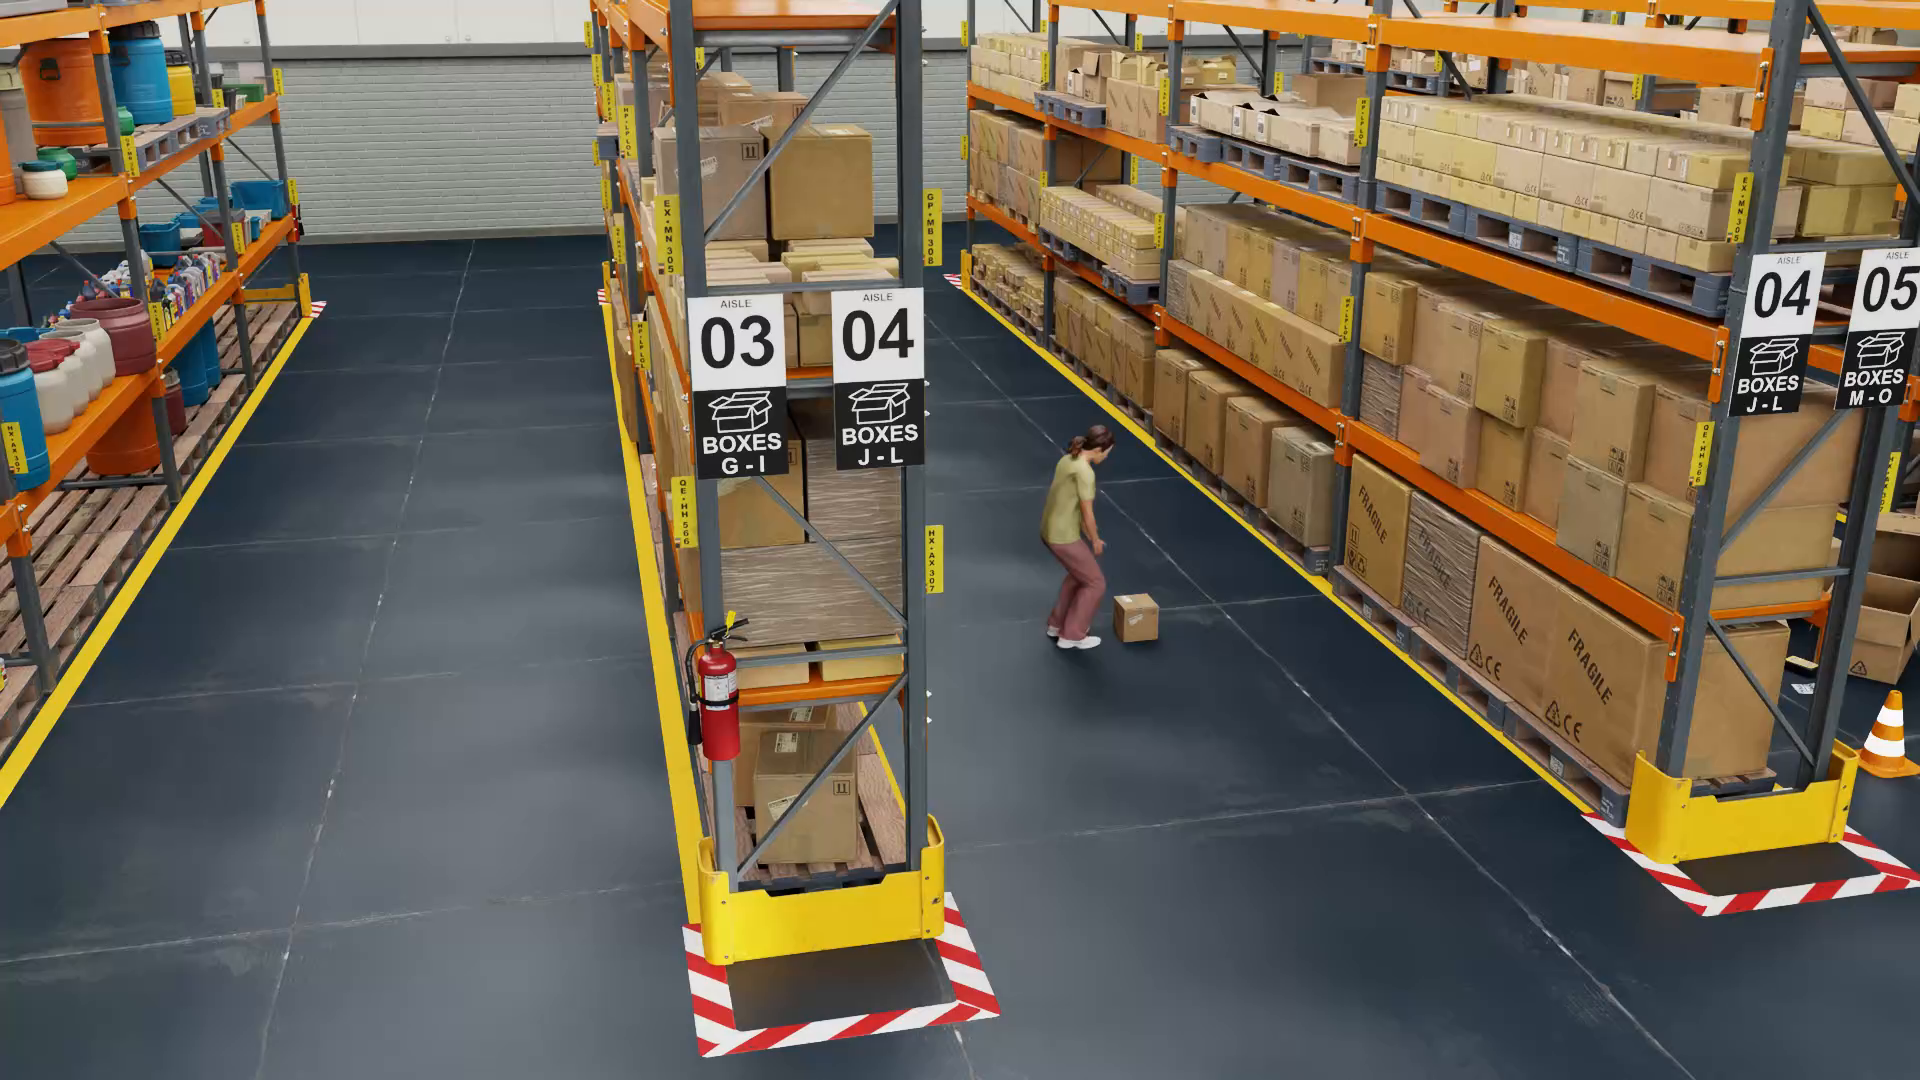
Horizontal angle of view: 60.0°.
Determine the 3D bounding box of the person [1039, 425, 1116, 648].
[{"bbox_3d":[0.797,-0.034,11.388,0.510,1.537,0.494,-4,20,-12],"label":"person"}]
